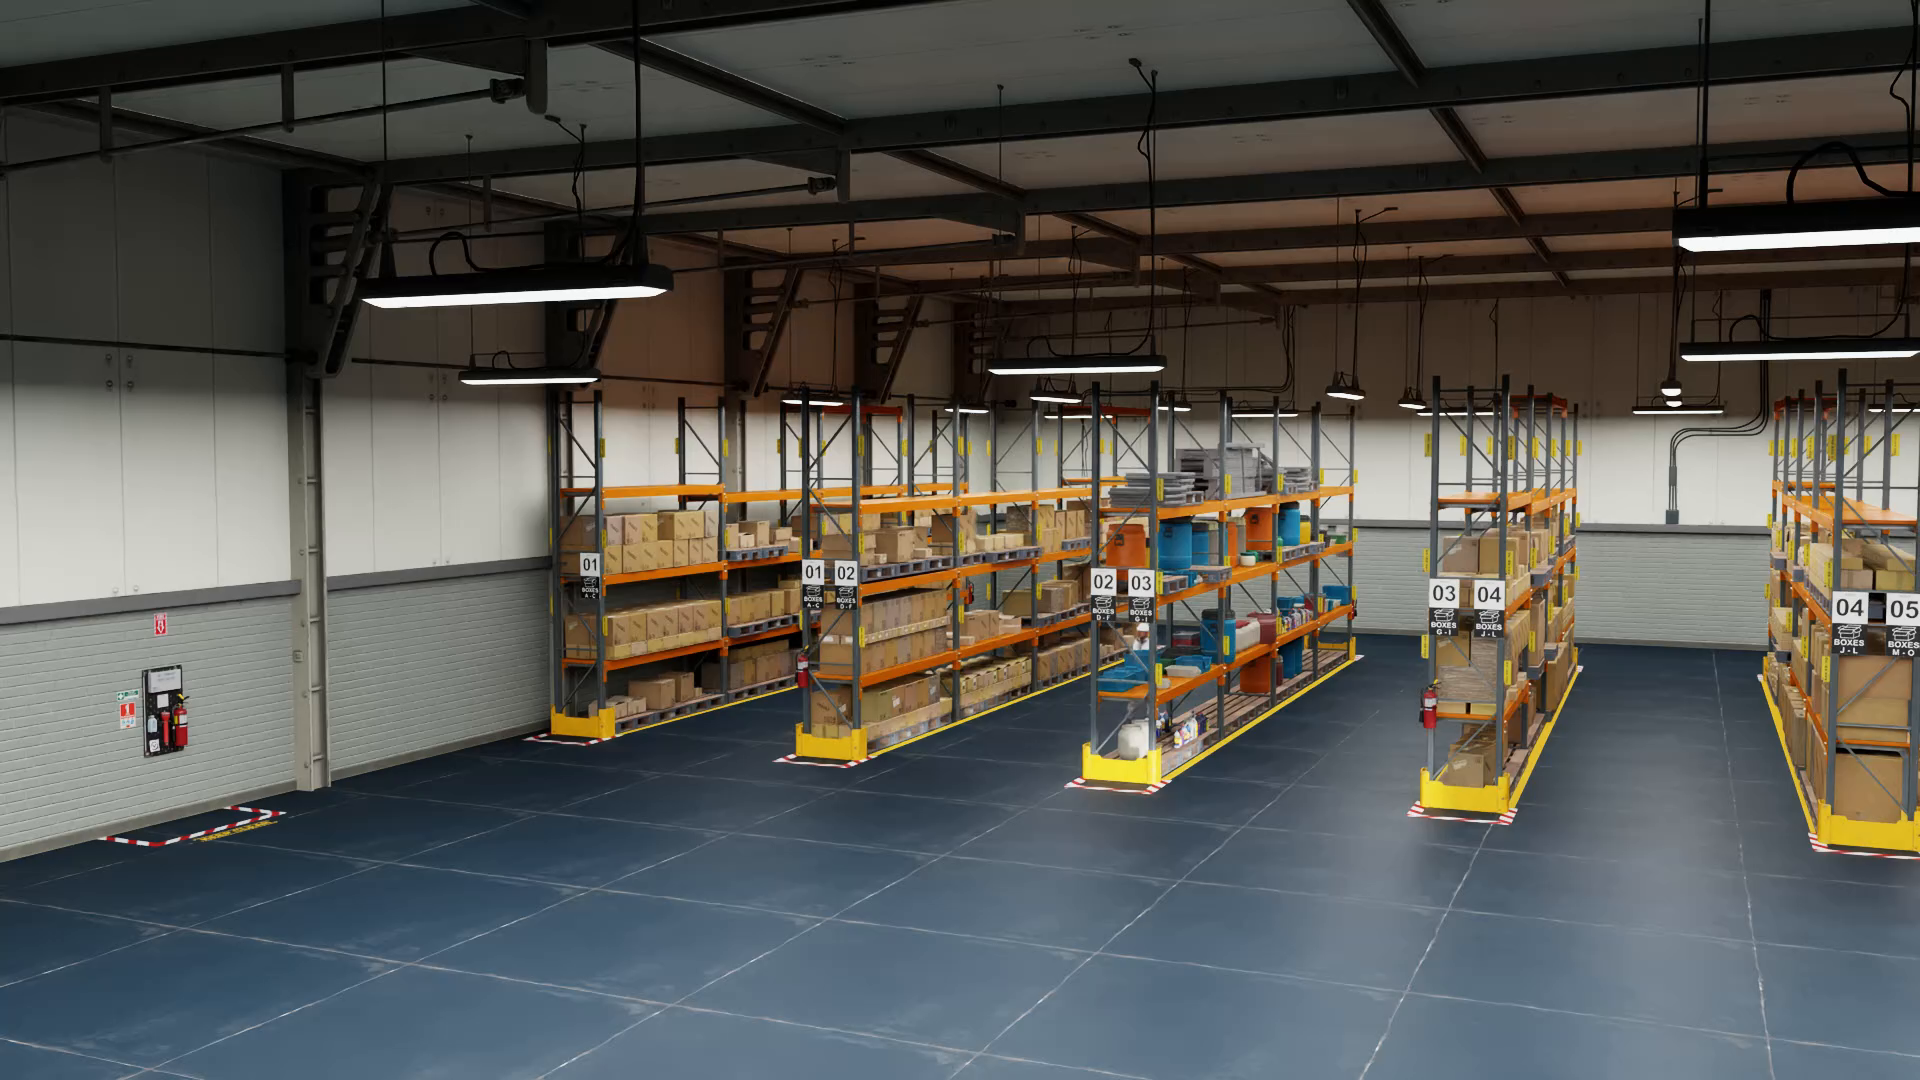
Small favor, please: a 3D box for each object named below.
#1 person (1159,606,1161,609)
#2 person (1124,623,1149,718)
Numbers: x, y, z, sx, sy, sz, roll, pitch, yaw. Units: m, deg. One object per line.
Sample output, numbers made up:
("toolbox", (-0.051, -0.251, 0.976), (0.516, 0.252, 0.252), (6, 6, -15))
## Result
("person", (5.023, 1.672, 44.088), (0.548, 1.720, 1.096), (-1, 3, -11))
("person", (3.382, 2.415, 30.887), (0.553, 1.719, 1.004), (2, 4, 32))
